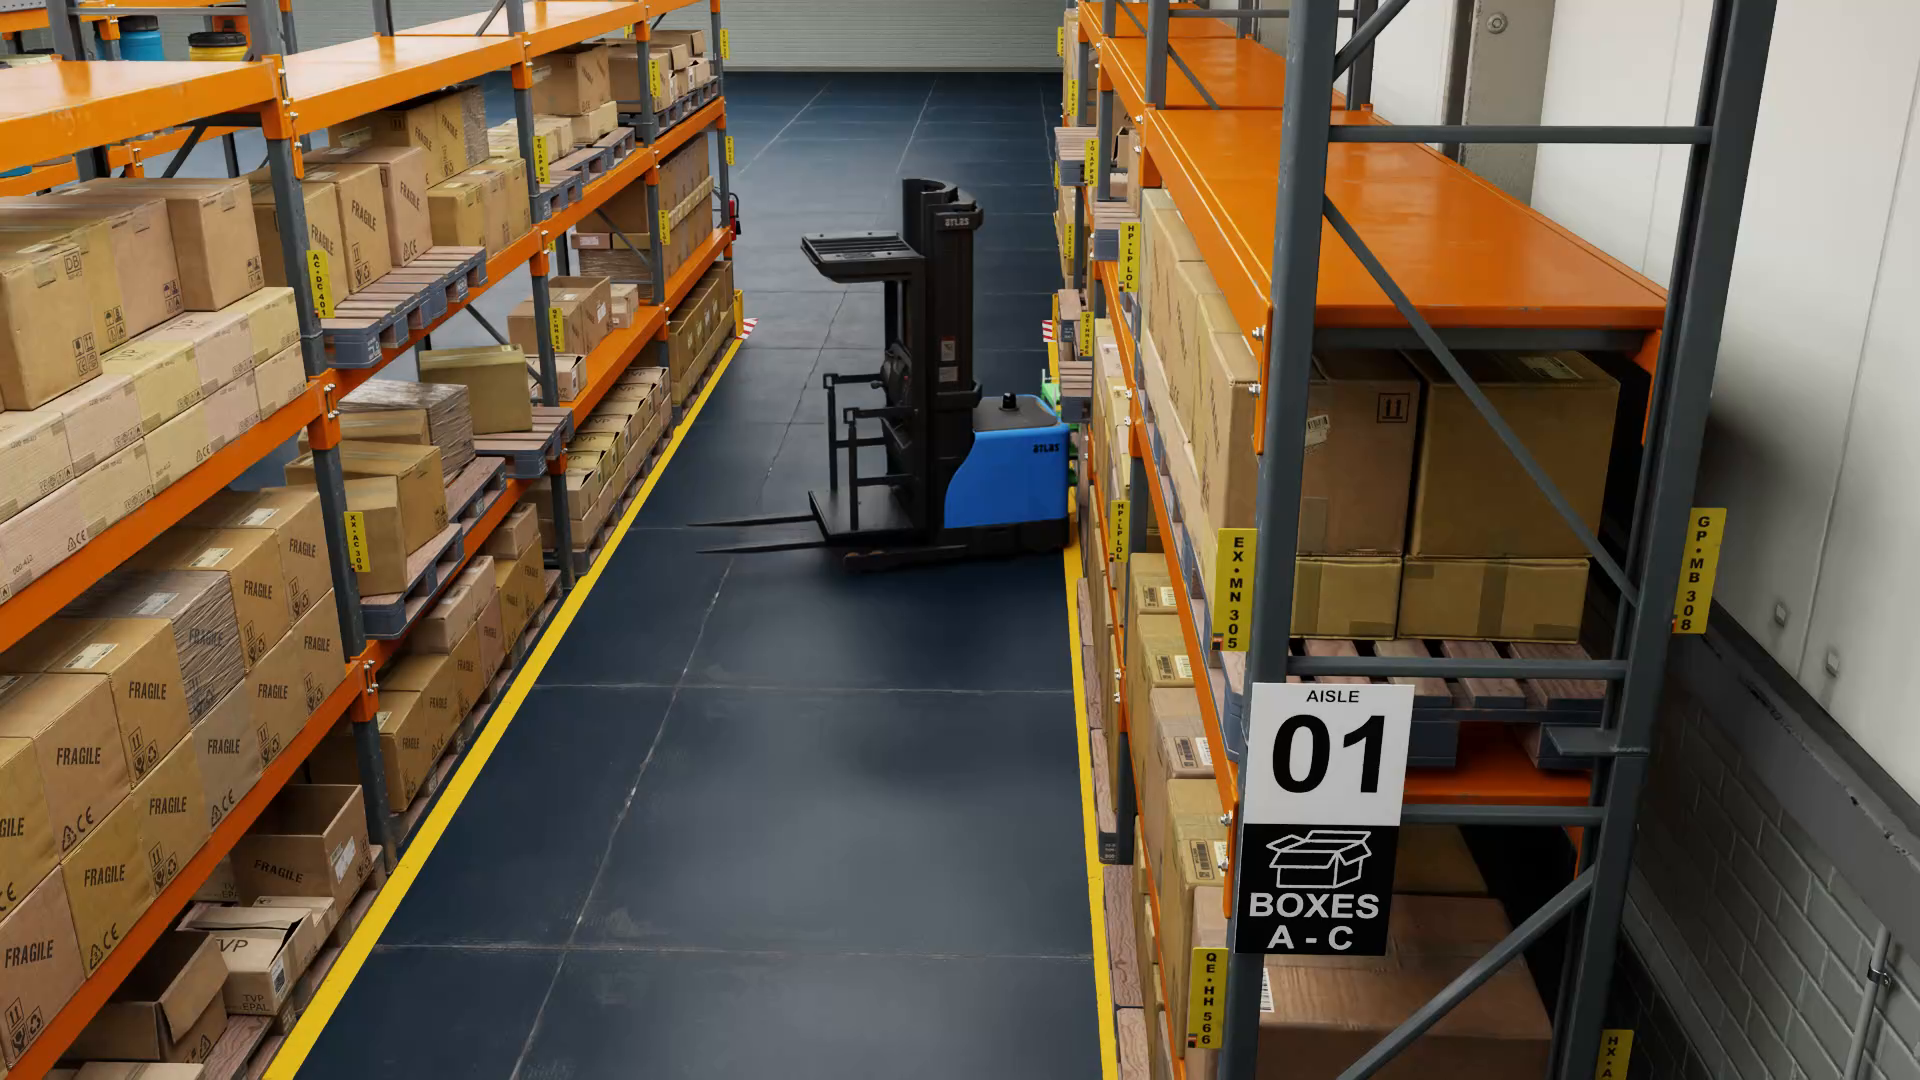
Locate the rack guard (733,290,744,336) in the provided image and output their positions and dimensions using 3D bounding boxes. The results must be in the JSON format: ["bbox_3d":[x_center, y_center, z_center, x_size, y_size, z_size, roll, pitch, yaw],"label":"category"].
[{"bbox_3d":[-3.245,-2.771,20.273,1.175,0.500,0.348,1,21,2],"label":"rack guard"}]

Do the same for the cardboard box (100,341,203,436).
[{"bbox_3d":[-3.390,-0.610,6.618,0.500,0.250,0.500,1,21,2],"label":"cardboard box"}]

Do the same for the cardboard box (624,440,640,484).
[{"bbox_3d":[-3.139,-0.690,14.676,0.500,0.250,0.500,1,21,3],"label":"cardboard box"}]

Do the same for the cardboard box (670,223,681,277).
[{"bbox_3d":[-3.331,-3.061,17.426,0.700,0.500,0.500,1,21,2],"label":"cardboard box"}]

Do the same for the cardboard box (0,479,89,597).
[{"bbox_3d":[-3.421,-0.016,5.776,0.500,0.250,0.500,1,21,2],"label":"cardboard box"}]

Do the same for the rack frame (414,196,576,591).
[{"bbox_3d":[-3.489,-1.035,12.344,1.000,3.000,0.127,1,21,2],"label":"rack frame"}]

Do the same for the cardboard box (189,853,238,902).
[{"bbox_3d":[-3.839,1.609,8.638,0.500,0.311,0.500,1,21,2],"label":"cardboard box"}]

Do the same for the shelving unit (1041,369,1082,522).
[{"bbox_3d":[0.850,-0.796,14.016,0.258,1.200,0.503,-3,23,-8],"label":"shelving unit"}]

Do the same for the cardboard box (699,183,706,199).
[{"bbox_3d":[-3.081,-3.949,18.819,0.380,0.149,0.250,0,21,1],"label":"cardboard box"}]

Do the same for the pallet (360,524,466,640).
[{"bbox_3d":[-3.477,0.213,9.393,1.003,0.211,1.213,1,21,2],"label":"pallet"}]

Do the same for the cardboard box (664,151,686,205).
[{"bbox_3d":[-3.314,-3.838,17.635,0.700,0.500,0.500,1,21,2],"label":"cardboard box"}]

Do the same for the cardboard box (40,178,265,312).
[{"bbox_3d":[-3.587,-1.324,7.421,0.700,0.500,0.500,1,21,2],"label":"cardboard box"}]

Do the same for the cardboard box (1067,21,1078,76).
[{"bbox_3d":[1.340,-4.920,16.661,0.500,0.500,0.500,0,21,0],"label":"cardboard box"}]

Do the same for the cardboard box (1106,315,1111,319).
[{"bbox_3d":[1.467,-1.404,12.547,0.700,0.500,0.500,-2,21,-5],"label":"cardboard box"}]

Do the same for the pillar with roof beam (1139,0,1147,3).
[{"bbox_3d":[-1.571,-8.626,23.613,9.100,9.000,0.400,1,21,2],"label":"pillar with roof beam"}]

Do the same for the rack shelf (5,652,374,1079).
[{"bbox_3d":[-3.671,1.470,6.883,1.077,0.370,4.000,1,21,2],"label":"rack shelf"}]

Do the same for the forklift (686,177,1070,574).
[{"bbox_3d":[-0.683,-1.309,13.144,3.031,2.935,1.130,-5,22,-12],"label":"forklift"}]

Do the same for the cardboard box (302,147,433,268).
[{"bbox_3d":[-3.484,-1.940,9.672,0.600,0.600,0.600,0,21,0],"label":"cardboard box"}]

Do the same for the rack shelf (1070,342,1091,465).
[{"bbox_3d":[1.524,-1.370,14.201,1.077,0.370,4.000,1,21,2],"label":"rack shelf"}]

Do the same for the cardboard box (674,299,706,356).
[{"bbox_3d":[-3.010,-2.271,17.712,0.500,0.500,0.500,1,21,2],"label":"cardboard box"}]

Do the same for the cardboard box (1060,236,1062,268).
[{"bbox_3d":[1.333,-3.086,17.810,0.500,0.250,0.500,1,21,2],"label":"cardboard box"}]

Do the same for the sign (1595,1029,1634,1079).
[{"bbox_3d":[1.774,1.478,4.560,0.100,0.325,0.005,1,21,2],"label":"sign"}]

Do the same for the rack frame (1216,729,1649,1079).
[{"bbox_3d":[1.219,1.910,4.752,1.000,3.000,0.127,1,21,2],"label":"rack frame"}]

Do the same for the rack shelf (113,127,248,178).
[{"bbox_3d":[-8.257,-4.324,17.666,1.077,0.370,4.000,1,21,2],"label":"rack shelf"}]

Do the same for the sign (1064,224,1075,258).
[{"bbox_3d":[1.042,-2.835,15.786,0.100,0.325,0.005,1,21,2],"label":"sign"}]

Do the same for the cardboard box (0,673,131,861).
[{"bbox_3d":[-3.427,0.817,6.049,0.500,0.500,0.500,1,21,2],"label":"cardboard box"}]

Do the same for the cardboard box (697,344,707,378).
[{"bbox_3d":[-3.009,-1.921,17.848,0.500,0.250,0.500,1,21,2],"label":"cardboard box"}]

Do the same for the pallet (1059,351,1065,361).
[{"bbox_3d":[1.604,-1.814,18.205,1.003,0.211,1.213,1,21,2],"label":"pallet"}]

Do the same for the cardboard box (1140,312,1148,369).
[{"bbox_3d":[1.057,-0.860,7.233,0.500,0.250,0.500,1,21,1],"label":"cardboard box"}]

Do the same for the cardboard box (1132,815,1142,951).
[{"bbox_3d":[1.216,1.703,8.162,0.700,0.500,0.500,1,21,2],"label":"cardboard box"}]

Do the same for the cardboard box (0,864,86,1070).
[{"bbox_3d":[-3.445,1.467,5.758,0.500,0.500,0.500,0,21,1],"label":"cardboard box"}]

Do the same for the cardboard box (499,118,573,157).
[{"bbox_3d":[-3.486,-3.315,13.700,0.500,0.250,0.500,-1,21,-3],"label":"cardboard box"}]

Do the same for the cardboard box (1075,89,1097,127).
[{"bbox_3d":[1.353,-4.069,15.850,0.500,0.500,0.500,1,21,3],"label":"cardboard box"}]

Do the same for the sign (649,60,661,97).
[{"bbox_3d":[-2.824,-4.265,15.372,0.100,0.325,0.005,1,21,2],"label":"sign"}]

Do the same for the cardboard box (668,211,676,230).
[{"bbox_3d":[-3.135,-3.295,17.133,0.380,0.149,0.250,0,21,0],"label":"cardboard box"}]

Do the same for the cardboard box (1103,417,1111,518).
[{"bbox_3d":[1.143,-0.447,10.250,0.500,0.500,0.500,1,21,3],"label":"cardboard box"}]

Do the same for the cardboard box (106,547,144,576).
[{"bbox_3d":[-3.921,0.252,7.505,0.500,0.500,0.500,0,21,0],"label":"cardboard box"}]

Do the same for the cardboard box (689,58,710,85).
[{"bbox_3d":[-3.017,-5.098,18.101,0.500,0.250,0.500,1,21,2],"label":"cardboard box"}]

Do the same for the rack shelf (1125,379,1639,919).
[{"bbox_3d":[1.280,0.124,6.203,1.077,0.370,4.000,1,21,2],"label":"rack shelf"}]

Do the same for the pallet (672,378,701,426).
[{"bbox_3d":[-3.301,-1.469,17.315,1.003,0.211,1.213,1,21,2],"label":"pallet"}]

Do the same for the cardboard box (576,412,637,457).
[{"bbox_3d":[-3.139,-0.957,14.587,0.500,0.311,0.500,0,21,1],"label":"cardboard box"}]

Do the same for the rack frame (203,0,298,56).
[{"bbox_3d":[-8.196,-6.780,18.857,1.000,3.000,0.127,1,21,2],"label":"rack frame"}]

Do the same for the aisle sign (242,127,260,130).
[{"bbox_3d":[-8.487,-5.225,19.548,0.394,0.787,0.004,1,21,2],"label":"aisle sign"}]

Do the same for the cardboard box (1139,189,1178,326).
[{"bbox_3d":[1.039,-1.202,7.078,0.500,0.500,0.500,0,21,1],"label":"cardboard box"}]

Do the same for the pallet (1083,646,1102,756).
[{"bbox_3d":[1.324,1.042,10.845,1.003,0.211,1.213,1,21,2],"label":"pallet"}]

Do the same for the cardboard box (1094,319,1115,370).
[{"bbox_3d":[1.190,-1.355,11.553,0.500,0.250,0.500,1,21,3],"label":"cardboard box"}]

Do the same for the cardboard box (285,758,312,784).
[{"bbox_3d":[-3.882,1.190,9.457,0.500,0.500,0.500,1,21,1],"label":"cardboard box"}]

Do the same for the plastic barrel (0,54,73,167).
[{"bbox_3d":[-8.136,-3.747,14.492,0.600,0.901,0.600,0,21,0],"label":"plastic barrel"}]

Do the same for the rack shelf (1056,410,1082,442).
[{"bbox_3d":[0.849,-0.958,13.947,0.258,0.148,0.480,-3,23,-8],"label":"rack shelf"}]

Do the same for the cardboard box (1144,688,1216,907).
[{"bbox_3d":[1.268,1.047,6.562,0.980,0.700,0.700,0,21,-1],"label":"cardboard box"}]

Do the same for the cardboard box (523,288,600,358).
[{"bbox_3d":[-3.438,-1.879,14.380,0.500,0.500,0.500,1,21,2],"label":"cardboard box"}]

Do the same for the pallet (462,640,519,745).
[{"bbox_3d":[-3.589,0.974,11.020,1.003,0.211,1.213,1,21,2],"label":"pallet"}]

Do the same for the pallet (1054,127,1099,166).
[{"bbox_3d":[1.459,-3.517,14.853,1.213,0.211,1.003,1,21,2],"label":"pallet"}]

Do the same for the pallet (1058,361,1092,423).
[{"bbox_3d":[1.378,-1.152,12.909,1.213,0.211,1.003,1,21,2],"label":"pallet"}]

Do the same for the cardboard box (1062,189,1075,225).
[{"bbox_3d":[1.340,-3.442,17.690,0.500,0.500,0.500,1,21,3],"label":"cardboard box"}]
